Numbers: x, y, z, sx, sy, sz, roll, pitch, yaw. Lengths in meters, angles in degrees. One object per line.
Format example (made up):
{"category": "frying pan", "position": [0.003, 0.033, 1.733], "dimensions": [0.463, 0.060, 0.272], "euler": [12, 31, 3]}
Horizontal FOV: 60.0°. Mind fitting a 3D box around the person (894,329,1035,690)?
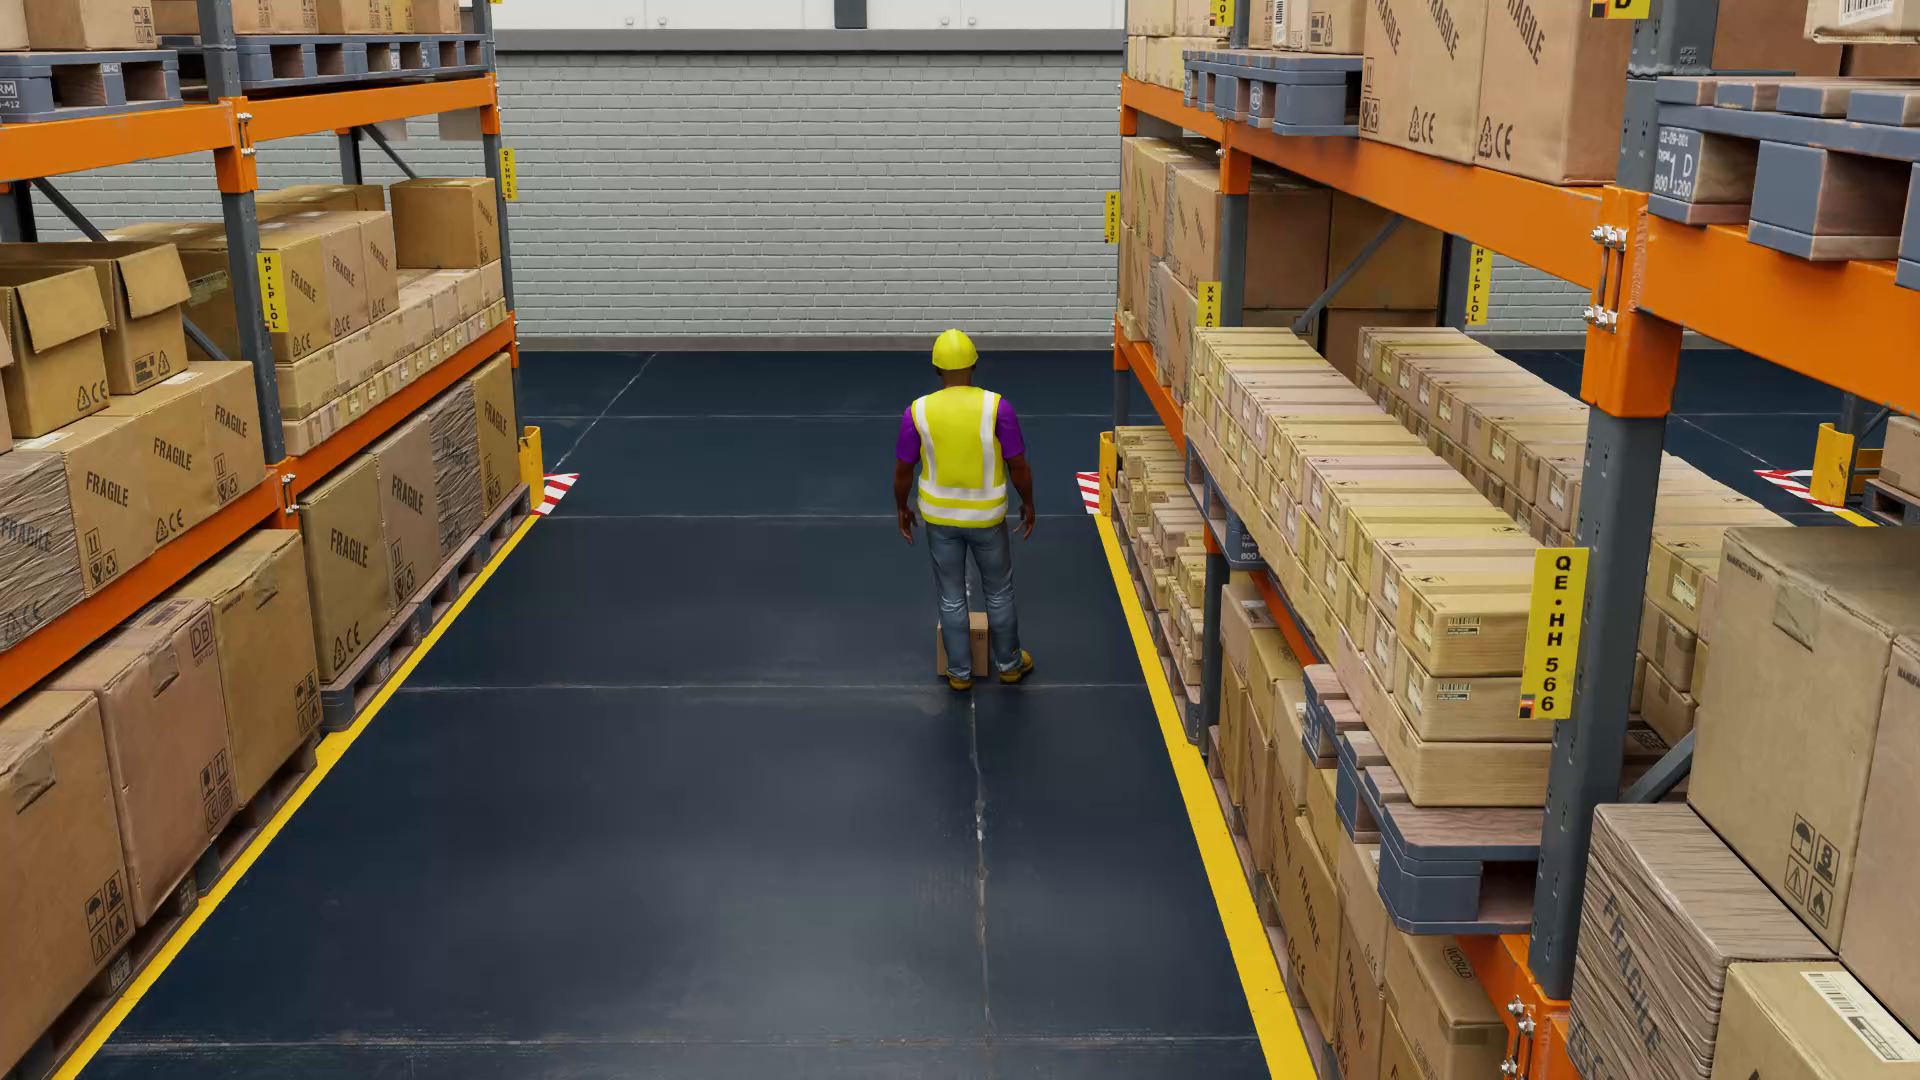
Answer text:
{"category": "person", "position": [0.030, -0.151, 7.964], "dimensions": [0.665, 1.768, 0.575], "euler": [2, 17, 6]}
